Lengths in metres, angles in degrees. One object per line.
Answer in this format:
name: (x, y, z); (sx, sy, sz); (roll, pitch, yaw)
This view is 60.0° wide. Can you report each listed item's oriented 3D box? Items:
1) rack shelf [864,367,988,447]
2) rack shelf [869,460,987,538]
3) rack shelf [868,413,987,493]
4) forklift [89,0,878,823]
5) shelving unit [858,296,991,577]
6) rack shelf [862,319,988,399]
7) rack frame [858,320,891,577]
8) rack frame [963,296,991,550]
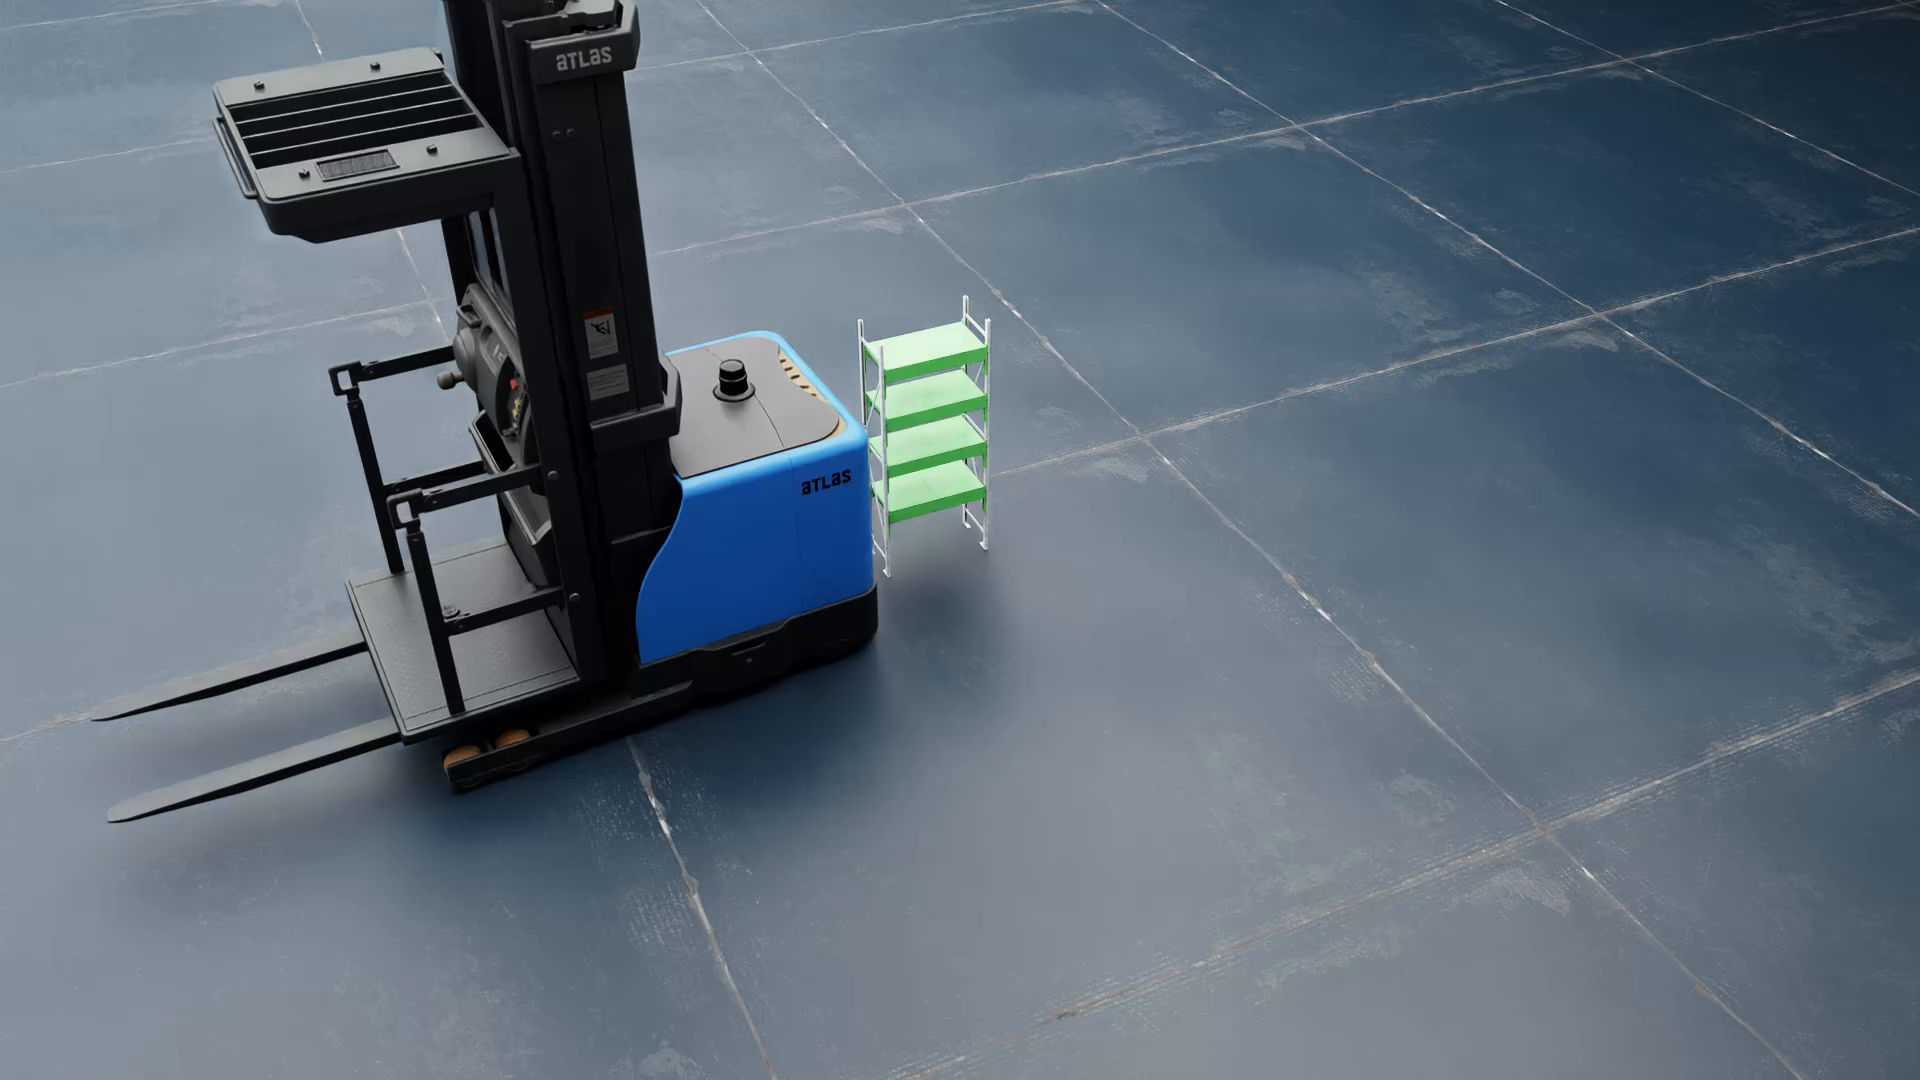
rack shelf: (-0.150, -0.581, 7.231); (0.480, 0.148, 0.258); (-16, 39, -20)
rack shelf: (-0.150, -0.196, 7.517); (0.480, 0.148, 0.258); (-16, 39, -20)
rack shelf: (-0.150, -0.389, 7.374); (0.480, 0.148, 0.258); (-16, 39, -20)
forklift: (-1.896, -0.577, 6.067); (3.031, 2.935, 1.130); (-18, 40, -22)
shelving unit: (-0.150, -0.440, 7.336); (0.503, 1.200, 0.258); (-16, 39, -20)
rack shelf: (-0.150, -0.774, 7.088); (0.480, 0.148, 0.258); (-16, 39, -20)
rack frame: (-0.371, -0.378, 7.253); (0.015, 1.200, 0.240); (-16, 39, -20)
rack frame: (0.071, -0.502, 7.419); (0.015, 1.200, 0.240); (-16, 39, -20)
